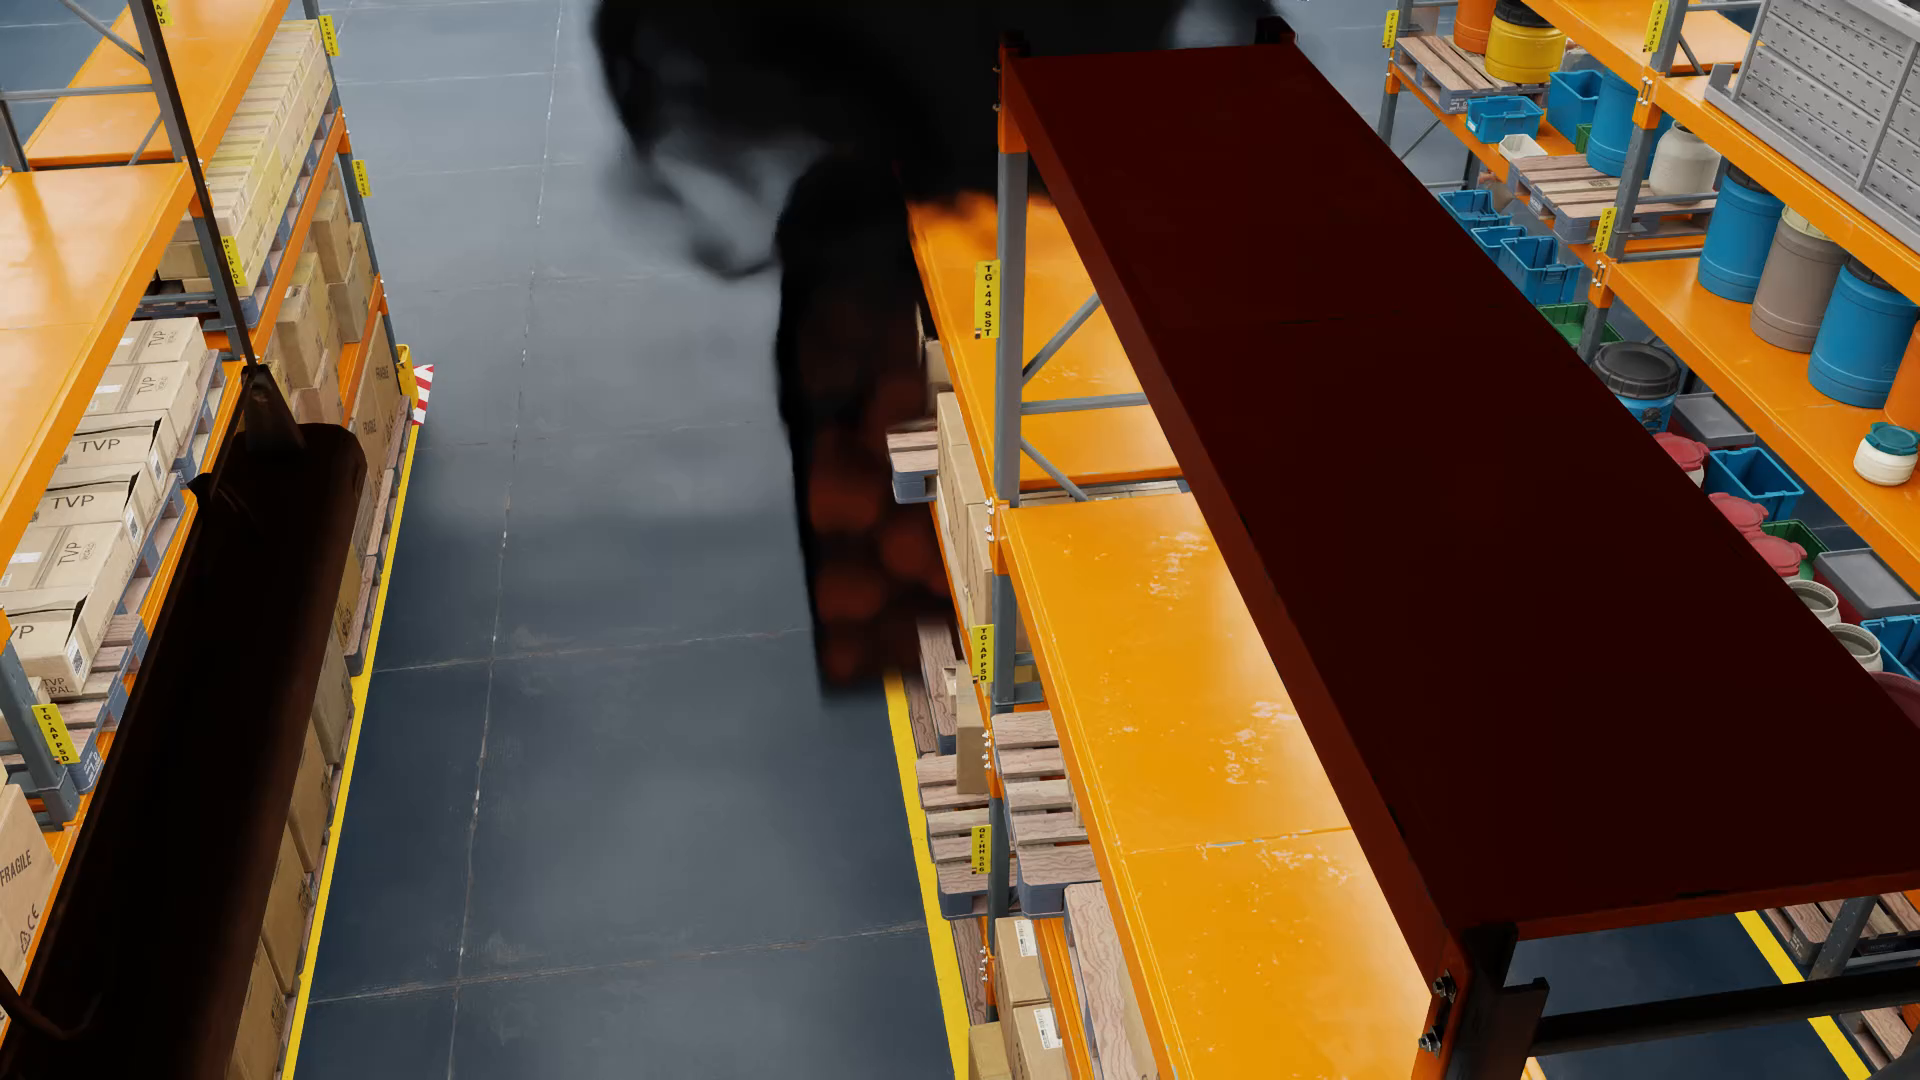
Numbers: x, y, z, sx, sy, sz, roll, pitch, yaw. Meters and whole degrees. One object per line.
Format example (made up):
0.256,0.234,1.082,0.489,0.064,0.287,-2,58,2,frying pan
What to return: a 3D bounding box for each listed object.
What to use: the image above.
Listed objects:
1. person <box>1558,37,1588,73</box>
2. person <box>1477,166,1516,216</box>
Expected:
7.482,-5.949,20.116,0.650,1.727,0.707,7,37,9,person
5.308,-3.450,16.254,0.545,1.715,0.648,24,43,29,person
